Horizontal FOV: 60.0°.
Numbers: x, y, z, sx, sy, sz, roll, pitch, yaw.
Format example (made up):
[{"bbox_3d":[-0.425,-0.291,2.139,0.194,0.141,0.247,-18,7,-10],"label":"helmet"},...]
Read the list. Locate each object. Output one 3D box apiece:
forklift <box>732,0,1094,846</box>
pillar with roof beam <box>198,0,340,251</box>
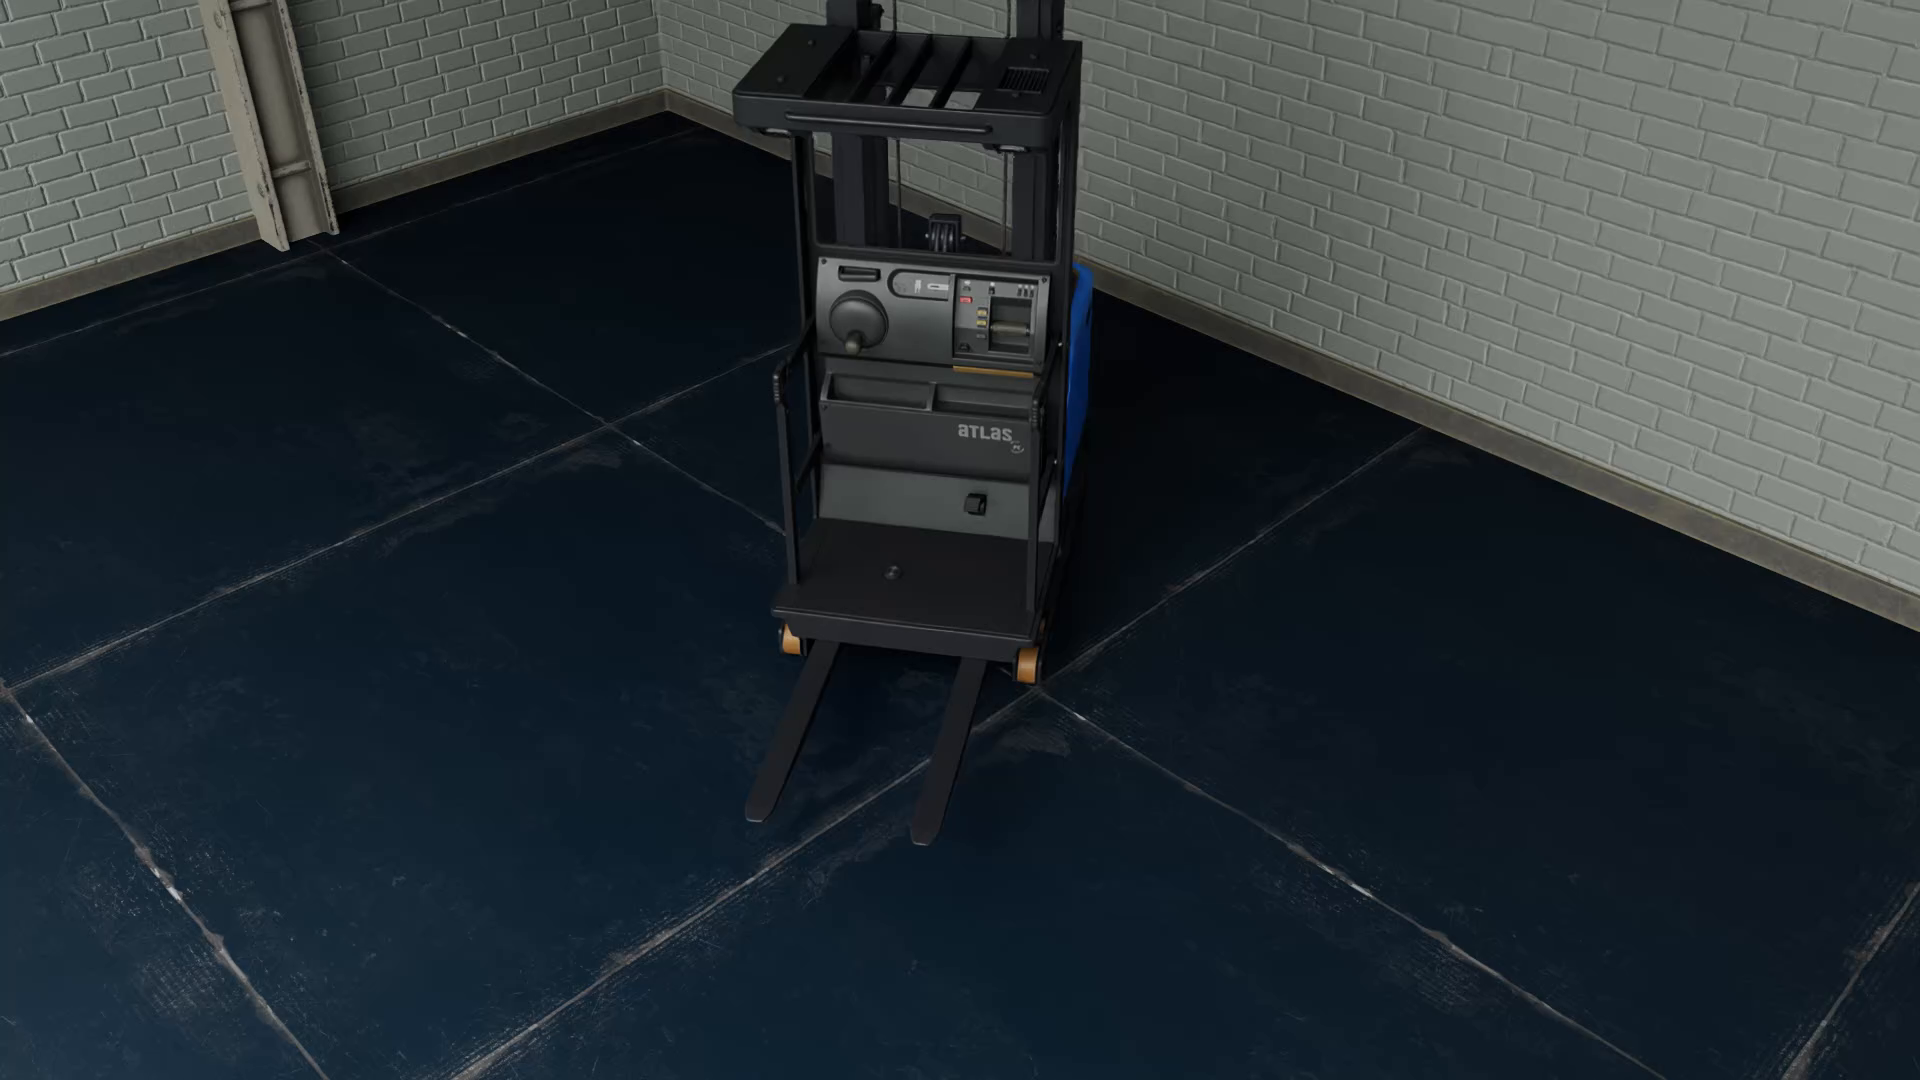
[{"bbox_3d":[-0.149,-0.836,6.386,1.130,2.935,3.031,6,35,9],"label":"forklift"},{"bbox_3d":[-1.120,-3.887,5.456,9.100,9.000,0.400,30,45,35],"label":"pillar with roof beam"}]
